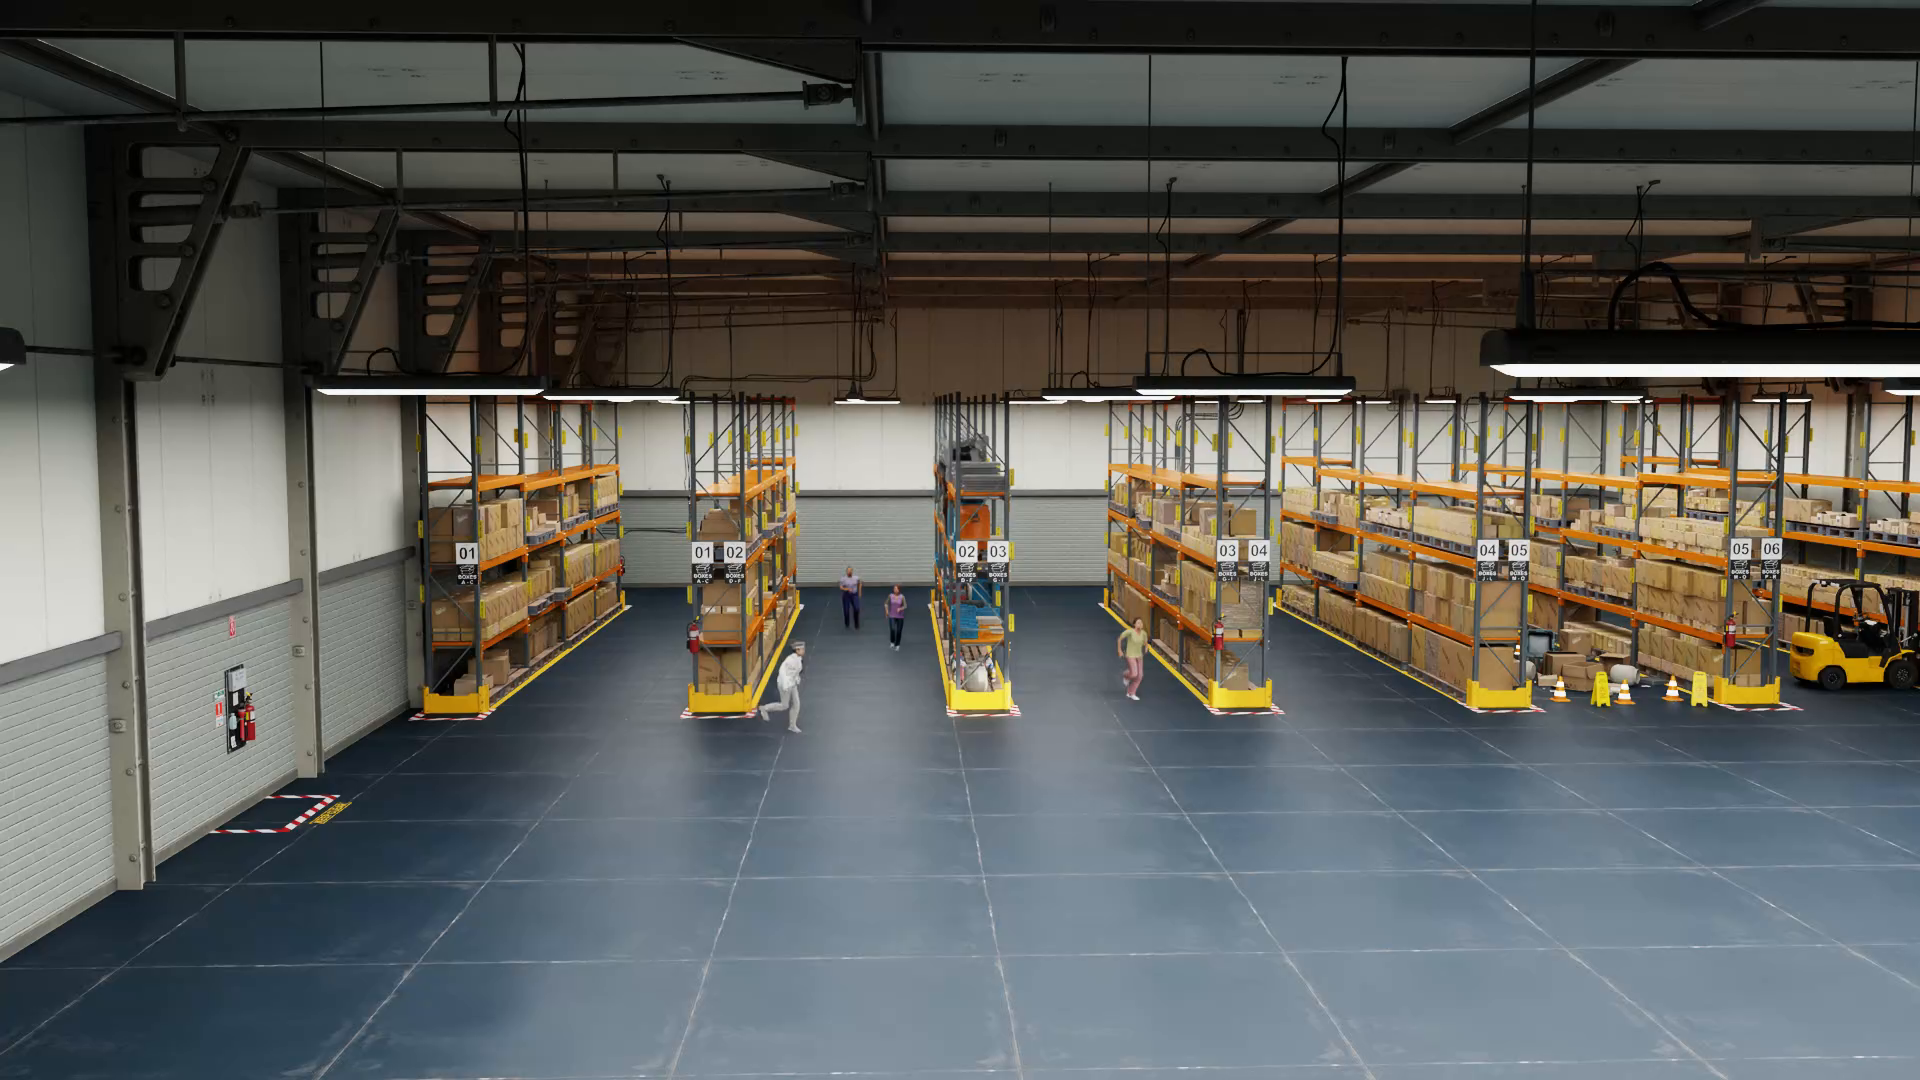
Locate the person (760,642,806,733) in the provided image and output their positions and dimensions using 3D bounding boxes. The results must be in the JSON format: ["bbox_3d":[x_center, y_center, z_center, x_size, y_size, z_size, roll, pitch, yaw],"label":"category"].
[{"bbox_3d":[-3.125,2.589,29.428,0.863,1.632,0.621,1,5,12],"label":"person"}]

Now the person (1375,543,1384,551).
[{"bbox_3d":[12.360,0.925,49.189,0.876,1.696,0.614,-1,5,-13],"label":"person"}]

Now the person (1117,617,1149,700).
[{"bbox_3d":[3.416,2.316,32.697,0.618,1.620,0.646,-2,5,-22],"label":"person"}]

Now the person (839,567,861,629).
[{"bbox_3d":[-2.791,1.493,42.632,0.601,1.624,0.648,-1,5,-11],"label":"person"}]

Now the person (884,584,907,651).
[{"bbox_3d":[-1.497,1.819,38.790,0.519,1.567,0.624,0,5,-4],"label":"person"}]
